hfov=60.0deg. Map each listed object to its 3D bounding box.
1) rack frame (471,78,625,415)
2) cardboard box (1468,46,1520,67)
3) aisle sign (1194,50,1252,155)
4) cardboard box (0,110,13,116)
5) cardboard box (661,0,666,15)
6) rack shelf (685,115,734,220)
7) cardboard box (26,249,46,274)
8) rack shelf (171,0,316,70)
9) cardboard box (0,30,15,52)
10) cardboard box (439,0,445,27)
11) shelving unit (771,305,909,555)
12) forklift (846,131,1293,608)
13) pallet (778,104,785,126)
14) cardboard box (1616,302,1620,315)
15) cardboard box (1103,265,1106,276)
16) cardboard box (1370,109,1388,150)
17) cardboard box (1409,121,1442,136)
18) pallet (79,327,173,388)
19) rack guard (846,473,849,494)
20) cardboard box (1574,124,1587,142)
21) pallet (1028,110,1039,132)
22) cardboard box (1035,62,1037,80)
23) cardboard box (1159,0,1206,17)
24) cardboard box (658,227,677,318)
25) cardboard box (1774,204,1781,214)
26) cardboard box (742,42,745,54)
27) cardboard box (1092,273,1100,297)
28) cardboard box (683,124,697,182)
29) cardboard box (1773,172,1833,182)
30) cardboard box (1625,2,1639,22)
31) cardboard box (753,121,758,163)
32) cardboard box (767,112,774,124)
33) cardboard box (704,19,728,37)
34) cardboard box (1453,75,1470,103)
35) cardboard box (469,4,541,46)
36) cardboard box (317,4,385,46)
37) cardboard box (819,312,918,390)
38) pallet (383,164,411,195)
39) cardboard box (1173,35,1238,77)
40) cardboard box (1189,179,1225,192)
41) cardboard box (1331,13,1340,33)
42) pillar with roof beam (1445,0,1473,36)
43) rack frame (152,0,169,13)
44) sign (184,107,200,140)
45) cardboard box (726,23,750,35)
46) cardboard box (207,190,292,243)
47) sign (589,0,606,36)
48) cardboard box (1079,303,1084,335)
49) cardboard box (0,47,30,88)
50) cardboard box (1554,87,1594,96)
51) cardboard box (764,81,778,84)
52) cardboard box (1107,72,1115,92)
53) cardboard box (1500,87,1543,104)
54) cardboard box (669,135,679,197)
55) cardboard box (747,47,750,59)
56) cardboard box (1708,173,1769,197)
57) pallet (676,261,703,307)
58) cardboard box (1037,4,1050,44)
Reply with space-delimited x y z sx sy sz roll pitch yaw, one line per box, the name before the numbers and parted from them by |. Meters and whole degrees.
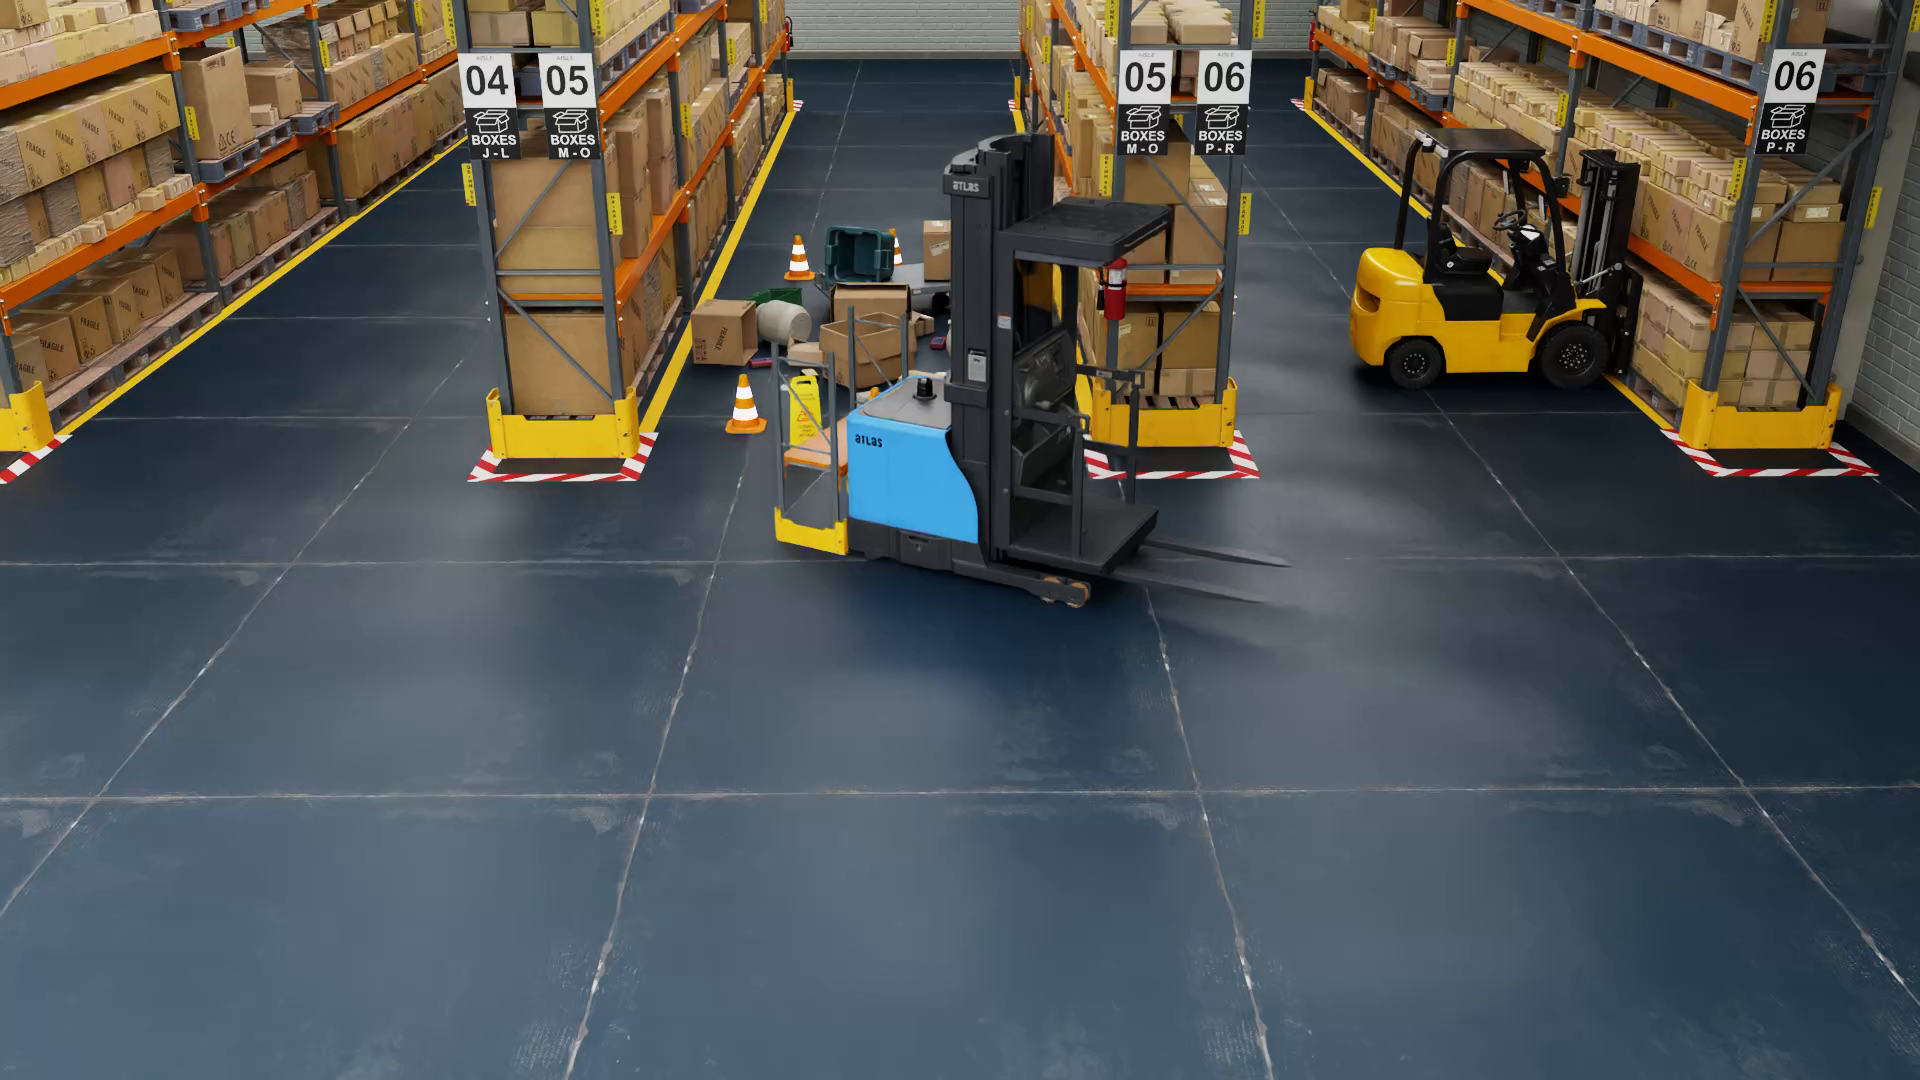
rack frame | -3.250 -2.114 13.168 1.000 3.000 0.127 0 24 -1
cardboard box | 6.725 -5.948 21.015 0.500 0.500 0.500 1 24 2
aisle sign | 2.009 -3.339 12.721 0.394 0.787 0.004 0 24 -1
cardboard box | -8.478 -3.408 14.333 0.500 0.500 0.500 0 24 -1
cardboard box | -2.967 -4.999 15.581 0.380 0.149 0.250 0 24 0
rack shelf | -3.316 -4.259 18.783 1.077 0.370 4.000 0 24 -1
cardboard box | -7.947 -2.344 13.981 0.380 0.149 0.250 0 24 -1
rack shelf | -8.276 -5.645 18.208 1.077 0.370 4.000 0 24 -1
cardboard box | -7.946 -4.052 13.510 0.380 0.149 0.250 1 24 2
cardboard box | -8.099 -8.103 25.321 0.500 0.500 0.500 -1 24 -2
shelving unit | -0.840 -0.826 12.140 0.587 1.500 1.083 12 27 25
forklift | 0.752 -1.131 11.078 3.031 2.935 1.130 12 27 24
pallet | -3.450 -7.071 27.511 1.003 0.211 1.213 0 24 -1
cardboard box | 6.321 -2.193 15.563 0.500 0.250 0.500 0 24 -1
cardboard box | 1.367 -2.321 13.930 0.380 0.149 0.250 -1 24 -1
cardboard box | 6.311 -5.999 24.281 0.500 0.500 0.500 1 24 2
cardboard box | 6.329 -5.596 22.602 0.380 0.149 0.250 -1 24 -3
pallet | -8.196 -1.731 15.704 1.003 0.211 1.213 0 24 -1
rack guard | -0.609 -0.439 12.800 0.587 0.250 0.087 12 27 25
cardboard box | 6.359 -4.059 16.560 0.380 0.149 0.250 -1 24 -1
pallet | 1.621 -6.670 26.625 1.003 0.211 1.213 0 24 -1
cardboard box | 1.305 -6.448 22.932 0.500 0.250 0.500 0 24 -1
cardboard box | 1.913 -4.568 14.292 0.380 0.149 0.250 0 24 1
cardboard box | -3.357 -2.726 16.590 0.875 0.875 0.875 0 24 0
cardboard box | 6.851 -2.786 13.744 0.380 0.149 0.250 0 24 -1
cardboard box | -3.168 -6.785 22.930 0.380 0.149 0.250 -1 24 -2
cardboard box | 1.358 -2.234 14.563 0.380 0.149 0.250 0 24 1
cardboard box | -3.030 -4.026 17.274 0.500 0.500 0.500 0 24 0
cardboard box | 6.931 -2.928 13.698 0.380 0.149 0.250 1 24 1
cardboard box | 6.328 -4.837 15.221 0.380 0.149 0.250 0 24 1
cardboard box | -3.116 -5.596 23.391 0.500 0.500 0.500 -1 24 -2
cardboard box | -3.119 -6.638 26.119 0.380 0.149 0.250 -1 24 -2
cardboard box | -3.669 -7.438 24.457 0.500 0.500 0.500 0 24 0
cardboard box | 6.310 -5.474 20.172 0.500 0.250 0.500 0 24 -1
cardboard box | -3.535 -3.986 12.856 0.500 0.250 0.500 0 24 0
cardboard box | -8.331 -7.035 22.710 0.797 0.503 0.637 0 24 0
cardboard box | -0.852 -1.753 15.399 0.797 0.503 0.637 -19 31 -36
pallet | -8.242 -4.986 22.902 1.003 0.211 1.213 0 24 -1
cardboard box | 1.959 -3.821 13.122 0.500 0.250 0.500 -1 24 -2
cardboard box | 1.962 -2.769 14.134 0.500 0.500 0.500 0 24 1
cardboard box | 6.237 -8.258 26.572 0.500 0.250 0.500 -1 24 -2
pillar with roof beam | 3.120 -10.152 23.660 9.100 9.000 0.400 0 24 -1
rack frame | -8.255 -6.515 15.619 1.000 3.000 0.127 0 24 -1
sign | -7.712 -4.182 16.690 0.100 0.325 0.005 0 24 -1
cardboard box | -3.181 -7.243 23.580 0.380 0.149 0.250 1 24 2
cardboard box | -8.239 -3.754 19.292 0.700 0.500 0.500 2 24 4
sign | -2.695 -3.915 12.354 0.100 0.325 0.005 0 24 -1
cardboard box | 1.417 -2.082 15.924 0.500 0.250 0.500 -1 24 -1
cardboard box | -7.970 -3.844 13.535 0.500 0.250 0.500 -1 24 -2
cardboard box | 6.859 -4.966 18.564 0.380 0.149 0.250 0 24 0
cardboard box | -3.151 -7.337 26.944 0.380 0.149 0.250 -1 24 -3
cardboard box | 1.379 -3.679 13.292 0.380 0.149 0.250 0 24 0
cardboard box | 6.269 -4.967 18.566 0.380 0.149 0.250 -1 24 -2
cardboard box | -3.278 -3.679 16.446 0.875 0.550 0.550 0 24 -1
cardboard box | -3.175 -6.866 23.470 0.380 0.149 0.250 0 24 0
cardboard box | 6.413 -2.927 13.696 0.380 0.149 0.250 0 24 0
pallet | -3.378 -2.810 18.090 1.003 0.211 1.213 0 24 -1
cardboard box | 1.321 -7.025 22.692 0.500 0.500 0.500 -1 24 -2
